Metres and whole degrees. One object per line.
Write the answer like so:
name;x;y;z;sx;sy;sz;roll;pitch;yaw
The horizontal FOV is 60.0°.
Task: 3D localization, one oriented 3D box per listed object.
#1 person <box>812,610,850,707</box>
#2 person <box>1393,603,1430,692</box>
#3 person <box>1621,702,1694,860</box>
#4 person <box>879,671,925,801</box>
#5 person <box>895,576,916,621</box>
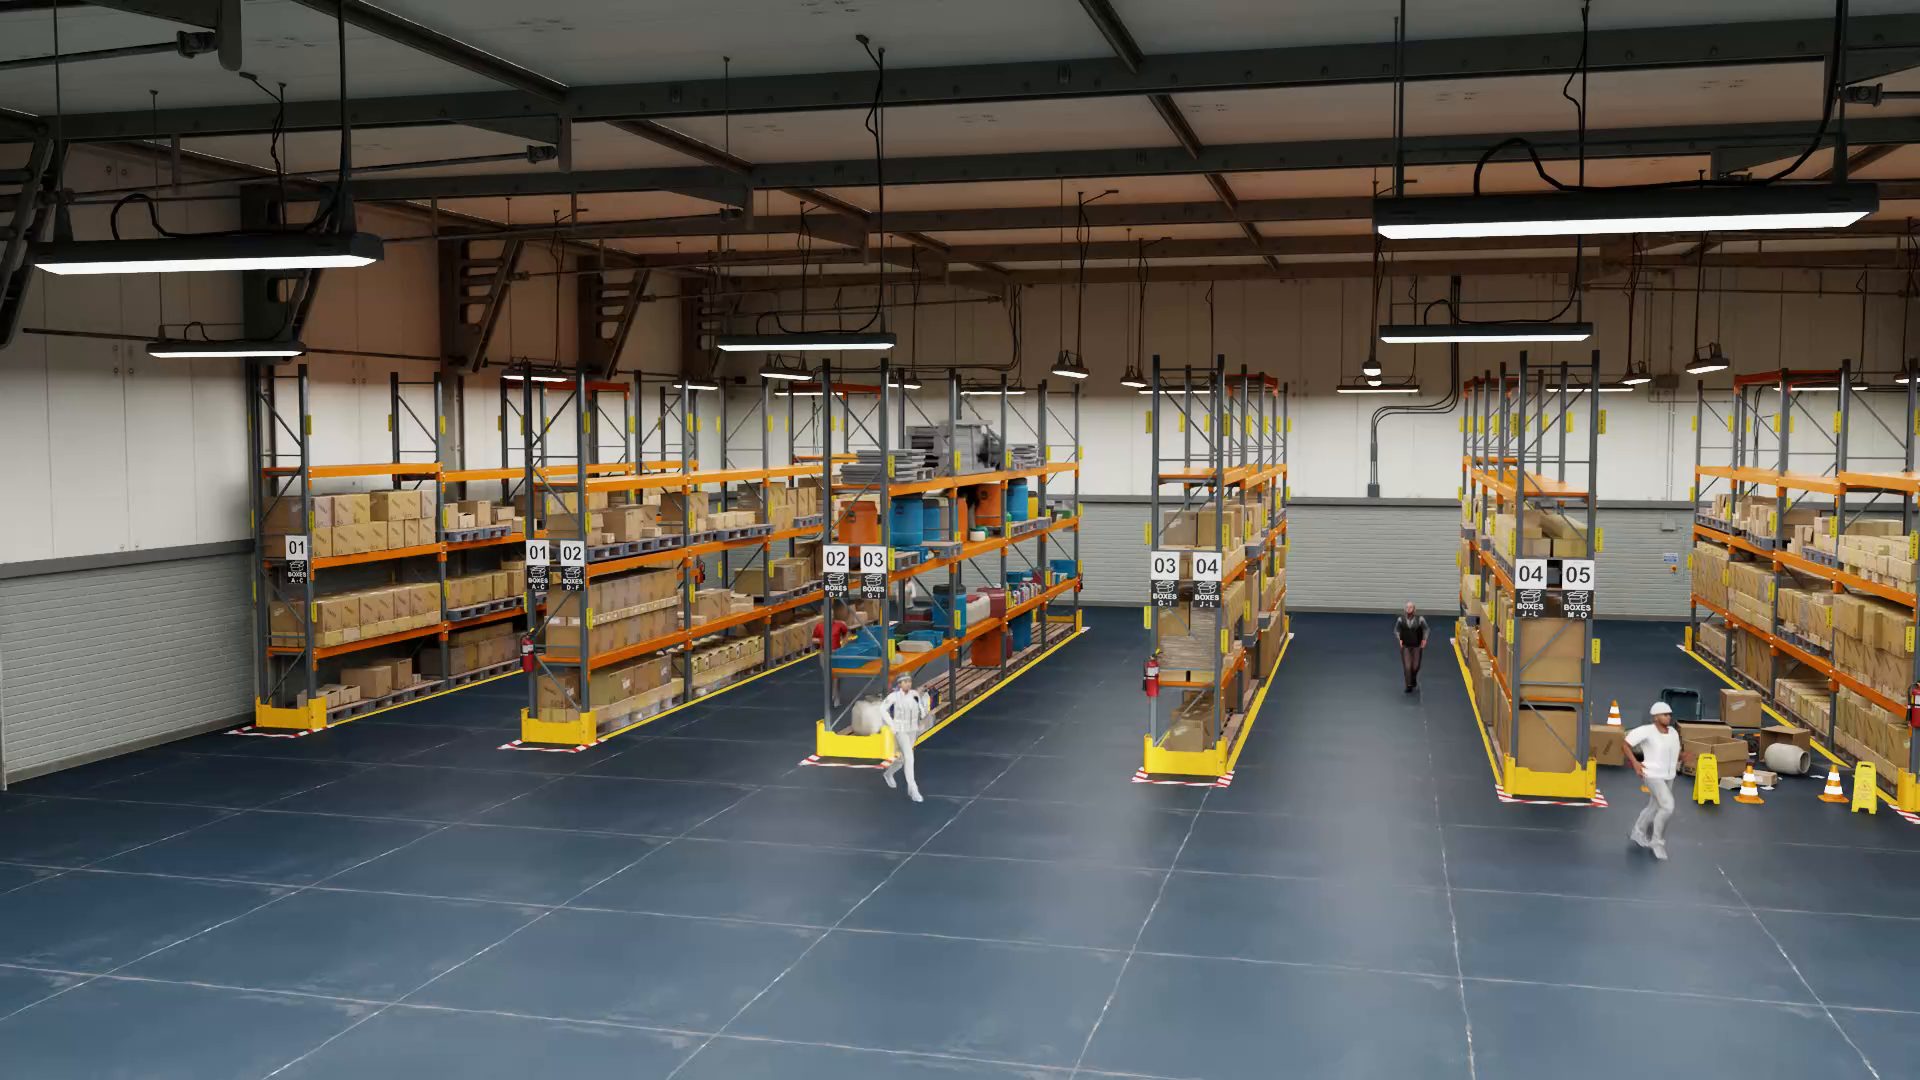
person;-2.327;2.109;29.763;0.638;1.786;0.767;0;4;7
person;8.465;2.018;31.202;0.668;1.683;0.523;1;4;18
person;8.143;2.795;19.372;0.672;1.823;0.763;-2;5;-29
person;-0.744;2.607;22.480;0.597;1.721;0.868;-3;5;-39
person;-1.257;1.562;38.303;0.504;1.644;0.711;0;4;4
